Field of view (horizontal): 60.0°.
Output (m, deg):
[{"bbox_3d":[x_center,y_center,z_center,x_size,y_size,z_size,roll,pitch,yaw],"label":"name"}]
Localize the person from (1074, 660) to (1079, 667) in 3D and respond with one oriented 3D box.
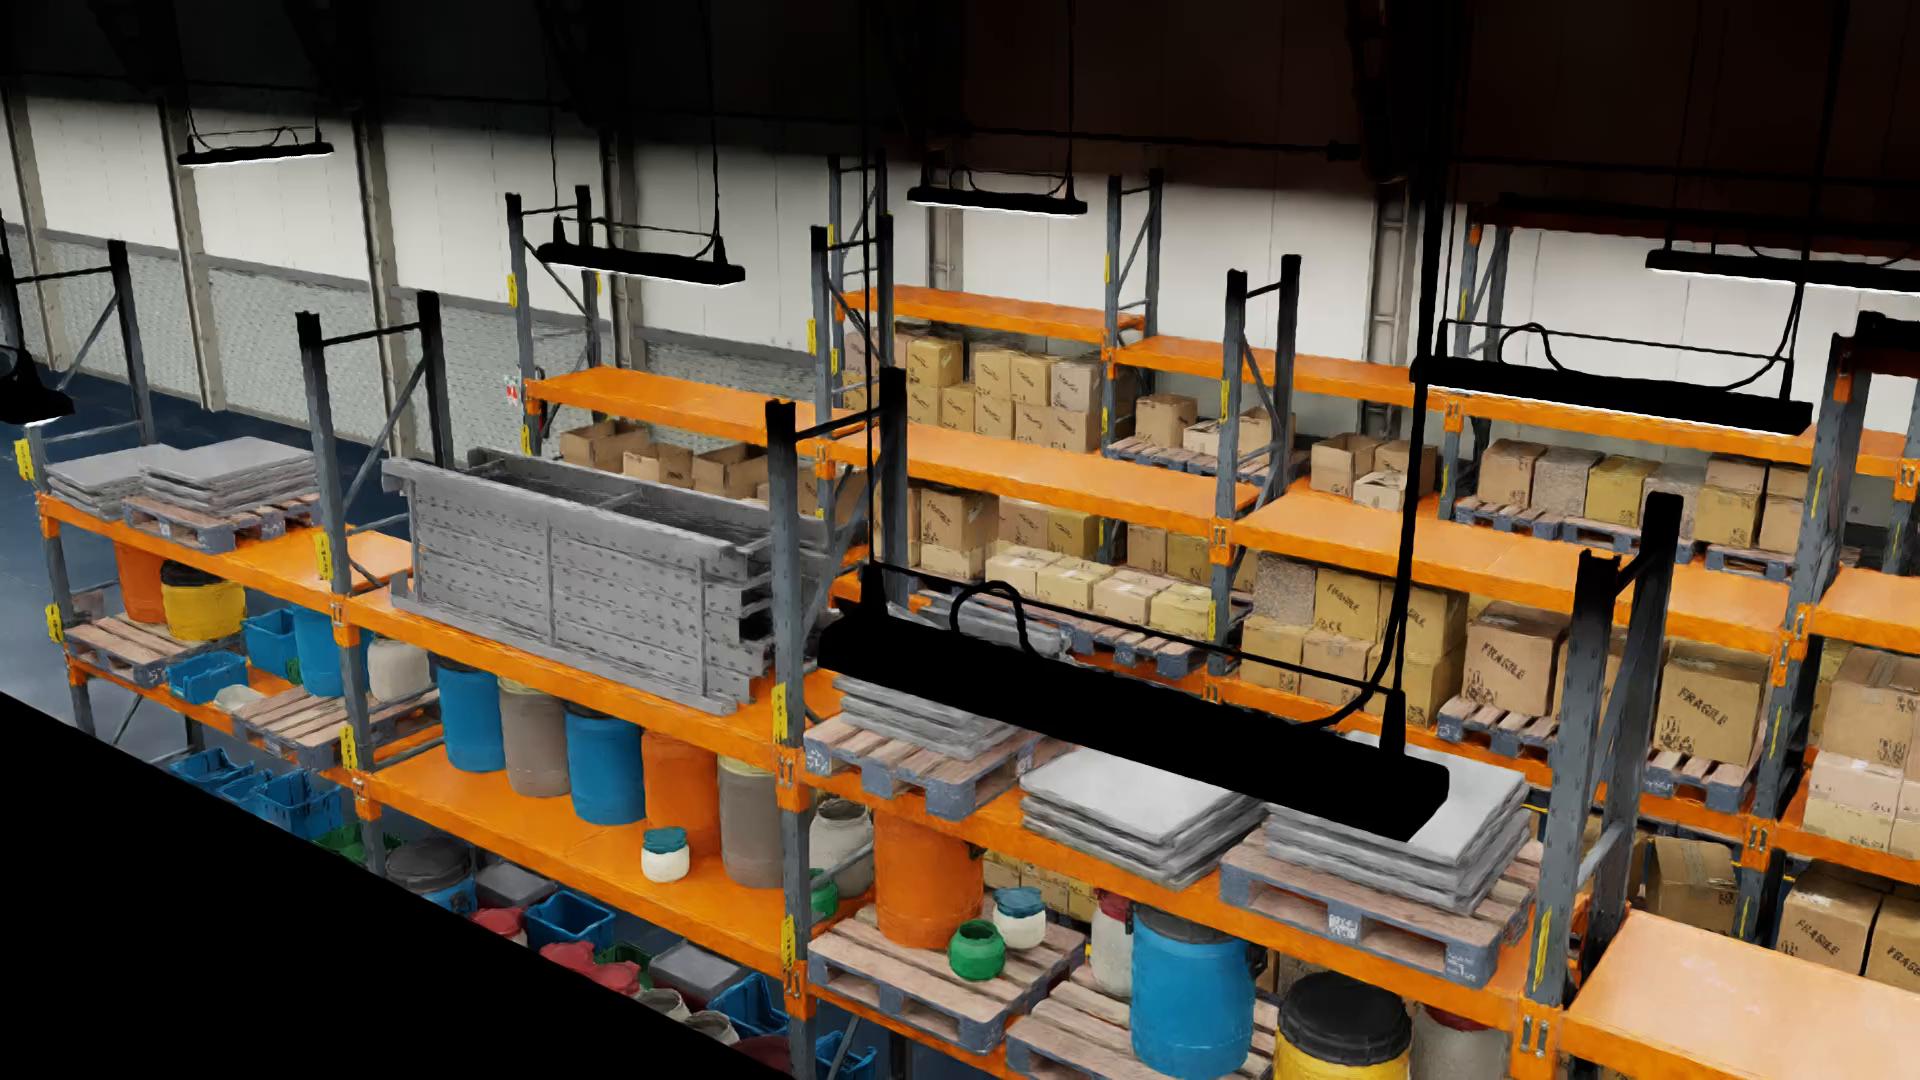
[{"bbox_3d":[1.141,1.965,16.704,0.506,1.632,0.639,12,22,32],"label":"person"}]
